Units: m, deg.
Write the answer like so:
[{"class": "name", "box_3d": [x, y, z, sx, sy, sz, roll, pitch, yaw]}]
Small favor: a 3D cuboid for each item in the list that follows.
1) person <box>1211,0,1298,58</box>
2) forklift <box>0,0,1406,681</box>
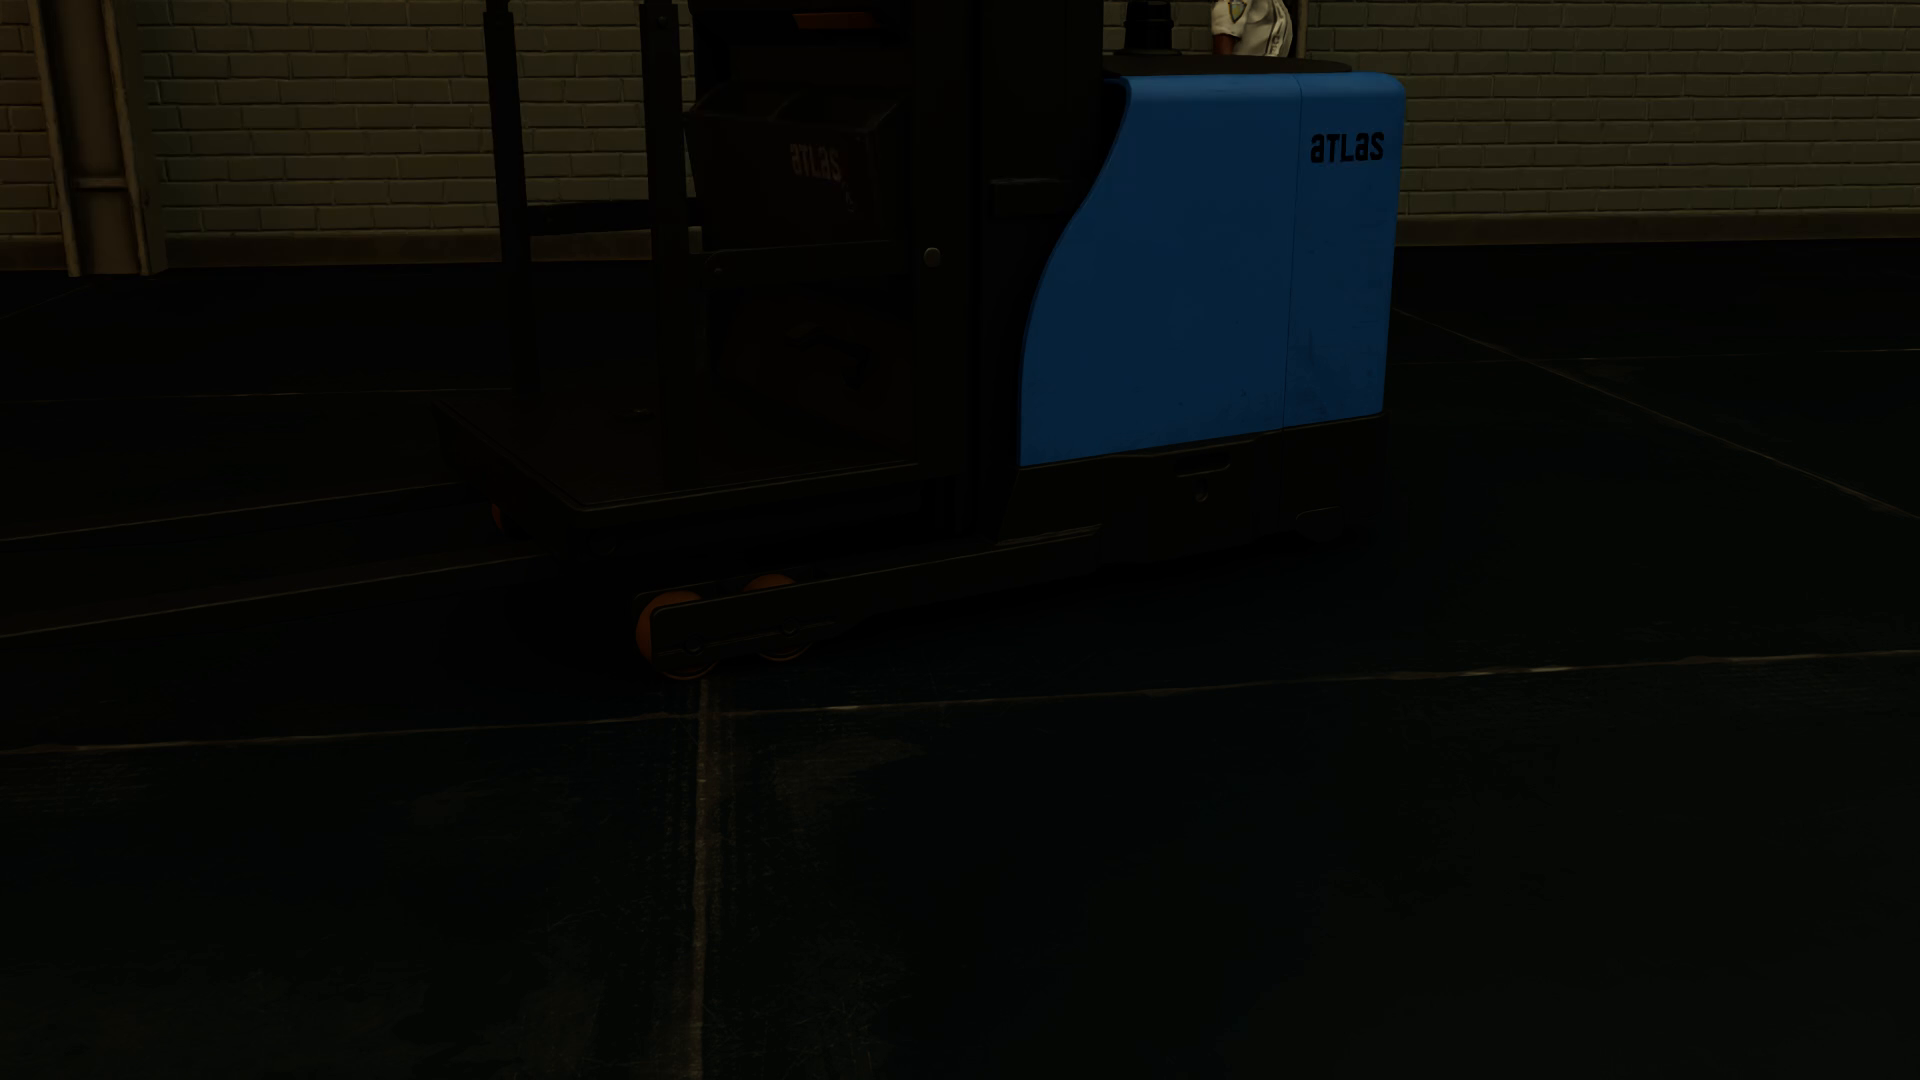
[{"class": "person", "box_3d": [1.171, -1.627, 6.506, 0.438, 1.654, 0.623, 3, 17, 11]}, {"class": "forklift", "box_3d": [-0.526, -1.315, 3.251, 3.031, 2.935, 1.130, -10, 19, -29]}]
